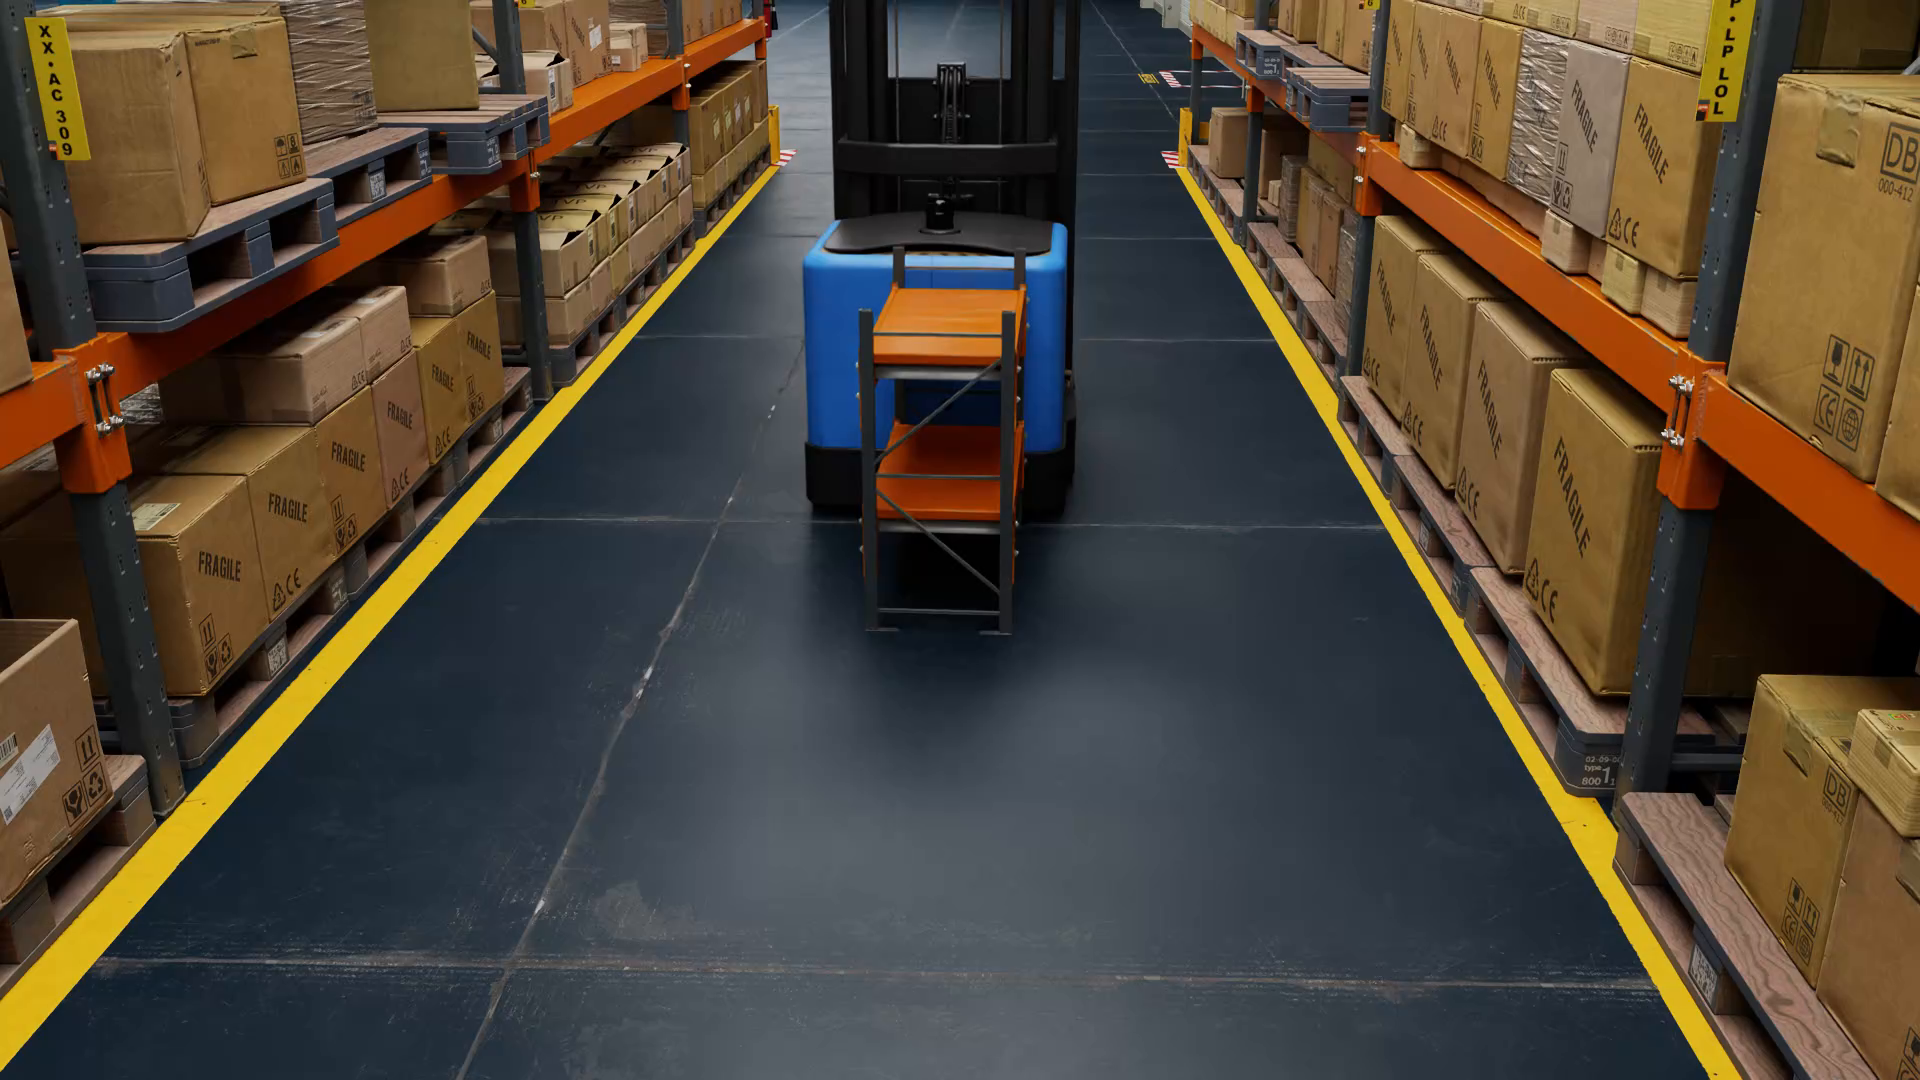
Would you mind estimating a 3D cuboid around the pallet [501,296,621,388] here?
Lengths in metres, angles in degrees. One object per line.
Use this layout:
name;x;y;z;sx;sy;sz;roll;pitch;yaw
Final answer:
pallet;-2.486;-1.104;9.081;1.003;0.211;1.213;1;21;2

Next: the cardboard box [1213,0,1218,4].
cardboard box;2.279;-4.513;13.157;0.500;0.500;0.500;1;21;3

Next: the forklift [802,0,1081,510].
forklift;-0.004;-1.976;7.569;1.130;2.935;3.031;1;21;4

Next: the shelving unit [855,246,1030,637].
shelving unit;-0.038;-0.390;5.979;0.538;1.125;1.048;1;21;4

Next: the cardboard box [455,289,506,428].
cardboard box;-2.344;-0.805;7.305;0.500;0.500;0.500;1;21;4

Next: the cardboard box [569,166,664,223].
cardboard box;-2.181;-2.210;10.523;0.500;0.311;0.500;1;21;1

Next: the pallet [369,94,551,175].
pallet;-2.501;-1.771;7.212;1.213;0.211;1.003;1;21;2

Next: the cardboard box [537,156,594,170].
cardboard box;-2.710;-2.400;11.014;0.500;0.311;0.500;0;21;1

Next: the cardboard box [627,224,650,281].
cardboard box;-2.200;-1.762;10.143;0.500;0.250;0.500;1;21;3

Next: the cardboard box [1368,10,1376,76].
cardboard box;2.406;-2.475;8.015;0.700;0.500;0.500;-2;21;-5

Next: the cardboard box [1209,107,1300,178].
cardboard box;2.444;-3.266;13.646;0.700;0.500;0.500;-1;21;-2

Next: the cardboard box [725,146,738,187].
cardboard box;-2.071;-2.992;13.315;0.500;0.250;0.500;1;21;2

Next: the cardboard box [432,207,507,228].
cardboard box;-2.771;-1.662;9.111;0.500;0.311;0.500;0;21;1

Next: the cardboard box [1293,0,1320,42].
cardboard box;2.449;-3.366;10.310;0.700;0.500;0.500;3;21;7

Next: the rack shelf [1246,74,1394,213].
rack shelf;2.462;-2.441;9.668;1.077;0.370;4.000;1;21;2

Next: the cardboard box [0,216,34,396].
cardboard box;-2.430;-0.523;3.592;0.500;0.500;0.500;1;21;3

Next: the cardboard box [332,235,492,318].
cardboard box;-2.341;-1.135;7.117;0.500;0.250;0.500;1;21;4

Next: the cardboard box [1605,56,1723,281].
cardboard box;2.042;-0.971;4.308;0.500;0.500;0.500;0;21;1

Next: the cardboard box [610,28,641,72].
cardboard box;-2.272;-3.170;10.738;0.396;0.266;0.258;0;21;0

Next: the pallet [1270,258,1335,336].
pallet;2.467;-1.476;10.041;1.003;0.211;1.213;1;21;2

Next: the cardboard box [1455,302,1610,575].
cardboard box;2.194;-0.358;5.697;0.750;0.750;0.750;1;21;3

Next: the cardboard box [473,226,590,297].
cardboard box;-2.241;-1.468;8.611;0.500;0.311;0.500;1;21;3

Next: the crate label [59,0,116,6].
crate label;-7.043;-4.403;13.681;0.502;0.435;0.616;1;21;2

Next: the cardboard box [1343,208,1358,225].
cardboard box;2.503;-1.539;9.196;0.700;0.500;0.500;1;21;2

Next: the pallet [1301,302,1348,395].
pallet;2.427;-1.036;8.907;1.003;0.211;1.213;1;21;2

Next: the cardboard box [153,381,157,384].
cardboard box;-2.891;-0.425;6.326;0.500;0.500;0.500;0;21;0

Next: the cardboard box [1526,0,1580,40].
cardboard box;2.079;-1.692;5.130;0.500;0.250;0.500;1;21;3

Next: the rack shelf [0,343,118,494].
rack shelf;-2.733;0.398;2.350;1.077;0.370;4.000;1;21;2

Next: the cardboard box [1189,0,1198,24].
cardboard box;2.313;-4.712;14.707;0.500;0.250;0.500;0;21;0

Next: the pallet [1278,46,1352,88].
pallet;2.421;-2.680;9.555;1.003;0.211;1.213;1;21;2

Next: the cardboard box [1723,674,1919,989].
cardboard box;2.155;0.632;3.629;0.700;0.500;0.500;1;21;2

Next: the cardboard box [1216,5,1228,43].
cardboard box;2.258;-3.976;12.808;0.500;0.250;0.500;1;21;1

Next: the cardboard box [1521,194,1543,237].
cardboard box;2.090;-1.083;5.494;0.380;0.149;0.250;0;21;0

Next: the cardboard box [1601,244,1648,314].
cardboard box;1.991;-0.716;4.547;0.380;0.149;0.250;1;21;3

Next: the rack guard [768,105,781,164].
rack guard;-2.306;-3.842;15.740;1.175;0.500;0.348;1;21;2

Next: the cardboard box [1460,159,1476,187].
cardboard box;2.167;-1.457;6.456;0.380;0.149;0.250;1;21;3

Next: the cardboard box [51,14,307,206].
cardboard box;-2.476;-1.321;5.067;0.700;0.500;0.500;4;22;10

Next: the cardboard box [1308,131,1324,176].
cardboard box;2.507;-2.463;10.542;0.500;0.250;0.500;0;21;0

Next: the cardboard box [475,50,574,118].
cardboard box;-2.329;-2.386;8.655;0.500;0.311;0.500;0;21;1

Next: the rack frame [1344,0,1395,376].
rack frame;2.401;-2.053;7.674;1.000;3.000;0.127;1;21;2

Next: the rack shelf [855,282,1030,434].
rack shelf;-0.038;-0.663;5.873;0.538;0.278;1.000;1;21;4

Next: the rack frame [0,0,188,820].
rack frame;-2.672;-0.660;4.084;1.000;3.000;0.127;1;21;2

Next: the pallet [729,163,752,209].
pallet;-2.328;-2.982;13.923;1.003;0.211;1.213;1;21;2

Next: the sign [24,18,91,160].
sign;-2.129;-1.061;3.919;0.100;0.325;0.005;1;21;2

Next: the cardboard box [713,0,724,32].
cardboard box;-2.366;-4.508;13.861;0.700;0.500;0.500;1;21;2

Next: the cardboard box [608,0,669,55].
cardboard box;-2.421;-3.760;11.934;0.700;0.500;0.500;0;21;0

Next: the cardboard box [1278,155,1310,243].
cardboard box;2.517;-2.273;11.088;0.700;0.500;0.500;1;21;3

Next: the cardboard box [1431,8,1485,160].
cardboard box;2.089;-1.706;6.203;0.500;0.500;0.500;1;21;1

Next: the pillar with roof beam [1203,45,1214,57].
pillar with roof beam;-0.450;-11.866;24.671;9.100;9.000;0.400;1;21;2

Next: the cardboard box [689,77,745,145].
cardboard box;-2.058;-3.523;13.645;0.500;0.500;0.500;1;21;2

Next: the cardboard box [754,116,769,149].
cardboard box;-2.028;-3.716;15.179;0.500;0.250;0.500;1;21;2

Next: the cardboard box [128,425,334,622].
cardboard box;-2.408;-0.065;5.397;0.500;0.500;0.500;1;21;2
